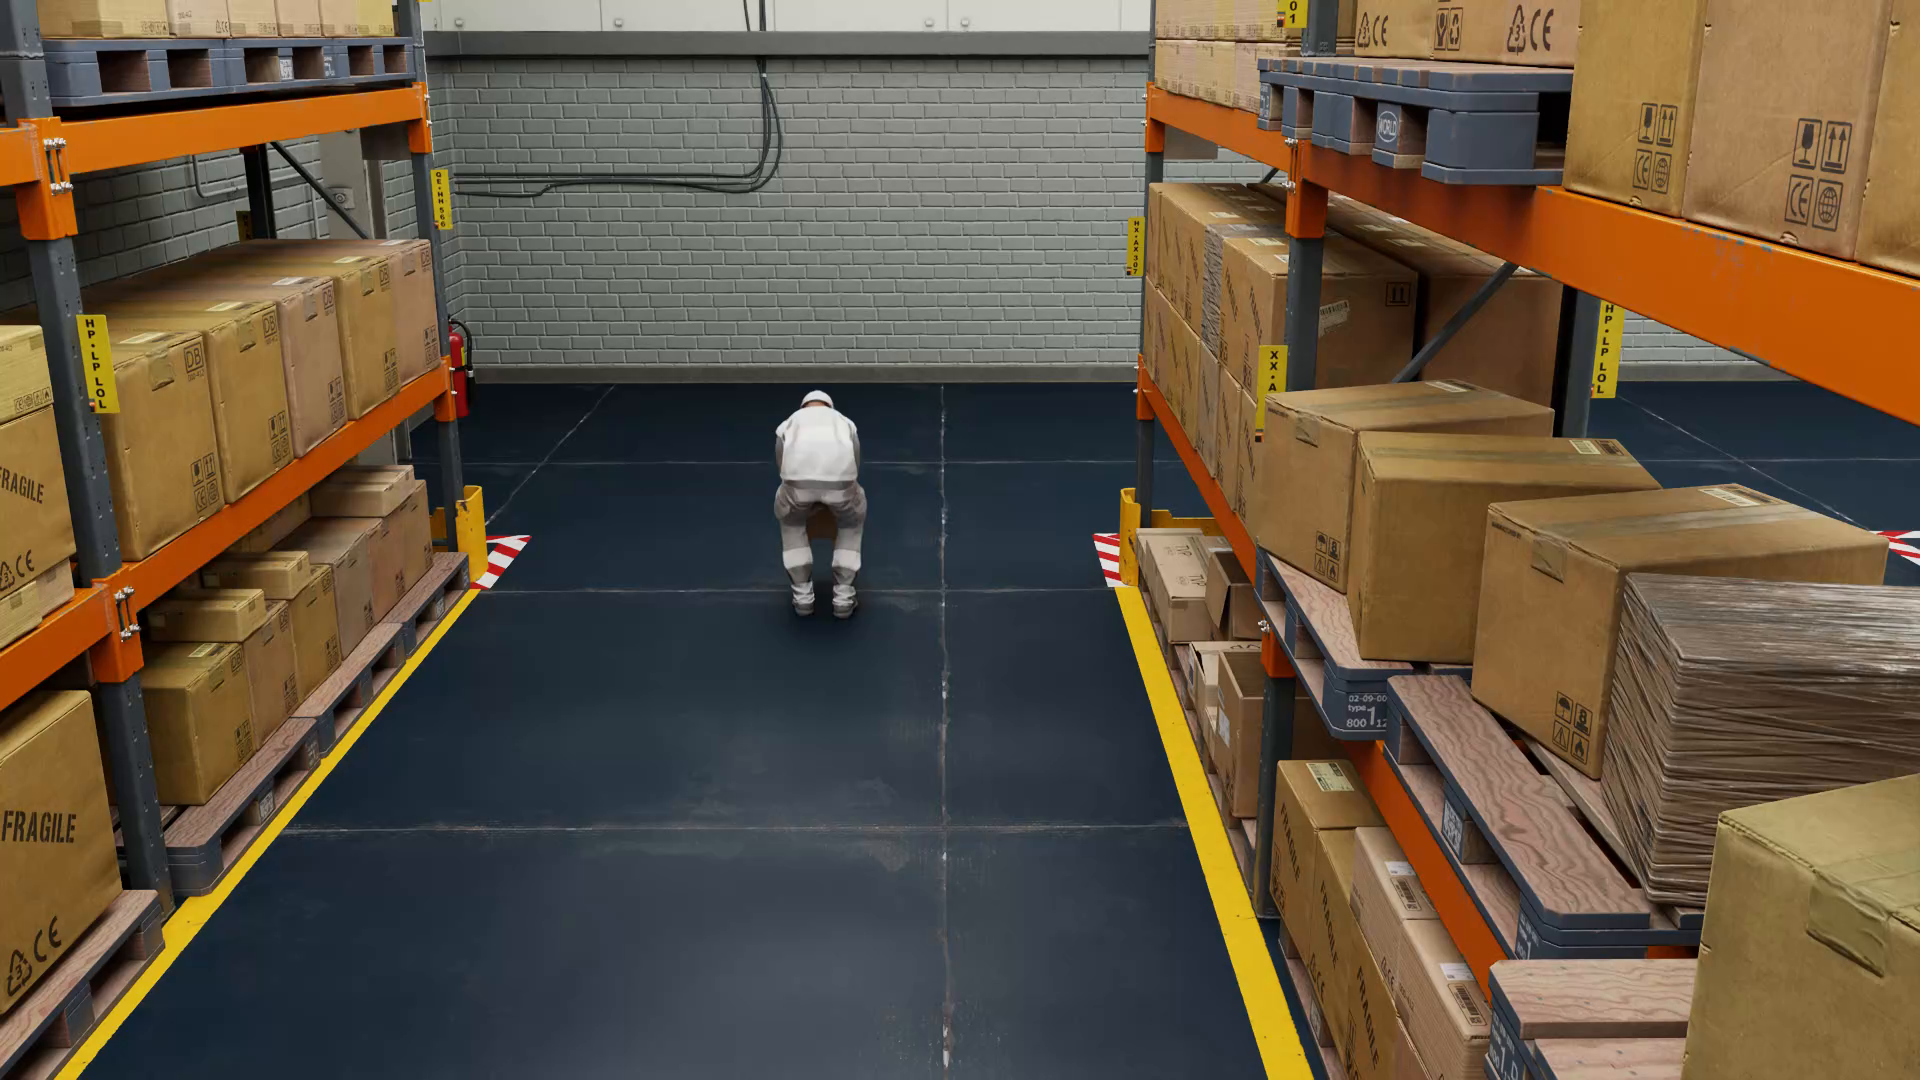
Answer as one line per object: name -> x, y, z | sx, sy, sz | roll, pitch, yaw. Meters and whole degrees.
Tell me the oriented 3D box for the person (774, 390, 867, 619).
person -> -0.775, -0.201, 9.276 | 0.512, 1.136, 0.950 | -1, 17, -3
